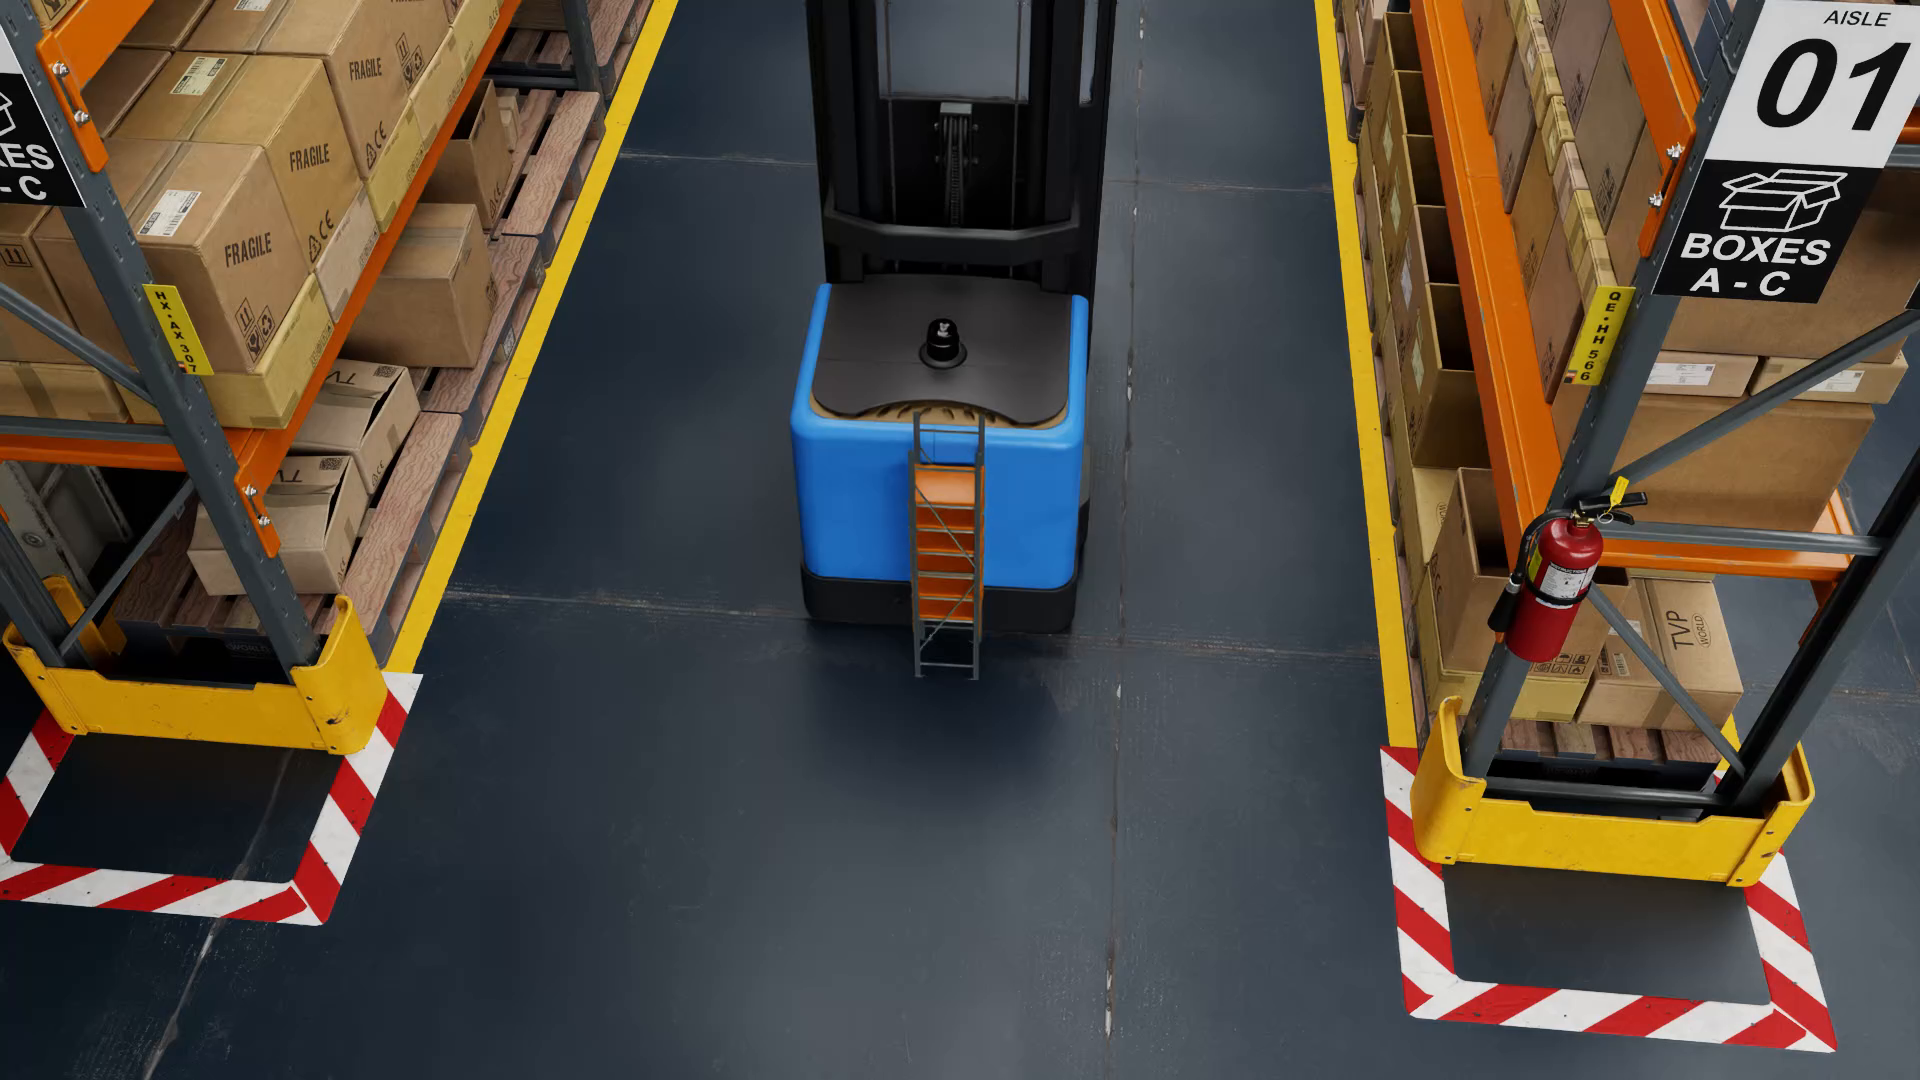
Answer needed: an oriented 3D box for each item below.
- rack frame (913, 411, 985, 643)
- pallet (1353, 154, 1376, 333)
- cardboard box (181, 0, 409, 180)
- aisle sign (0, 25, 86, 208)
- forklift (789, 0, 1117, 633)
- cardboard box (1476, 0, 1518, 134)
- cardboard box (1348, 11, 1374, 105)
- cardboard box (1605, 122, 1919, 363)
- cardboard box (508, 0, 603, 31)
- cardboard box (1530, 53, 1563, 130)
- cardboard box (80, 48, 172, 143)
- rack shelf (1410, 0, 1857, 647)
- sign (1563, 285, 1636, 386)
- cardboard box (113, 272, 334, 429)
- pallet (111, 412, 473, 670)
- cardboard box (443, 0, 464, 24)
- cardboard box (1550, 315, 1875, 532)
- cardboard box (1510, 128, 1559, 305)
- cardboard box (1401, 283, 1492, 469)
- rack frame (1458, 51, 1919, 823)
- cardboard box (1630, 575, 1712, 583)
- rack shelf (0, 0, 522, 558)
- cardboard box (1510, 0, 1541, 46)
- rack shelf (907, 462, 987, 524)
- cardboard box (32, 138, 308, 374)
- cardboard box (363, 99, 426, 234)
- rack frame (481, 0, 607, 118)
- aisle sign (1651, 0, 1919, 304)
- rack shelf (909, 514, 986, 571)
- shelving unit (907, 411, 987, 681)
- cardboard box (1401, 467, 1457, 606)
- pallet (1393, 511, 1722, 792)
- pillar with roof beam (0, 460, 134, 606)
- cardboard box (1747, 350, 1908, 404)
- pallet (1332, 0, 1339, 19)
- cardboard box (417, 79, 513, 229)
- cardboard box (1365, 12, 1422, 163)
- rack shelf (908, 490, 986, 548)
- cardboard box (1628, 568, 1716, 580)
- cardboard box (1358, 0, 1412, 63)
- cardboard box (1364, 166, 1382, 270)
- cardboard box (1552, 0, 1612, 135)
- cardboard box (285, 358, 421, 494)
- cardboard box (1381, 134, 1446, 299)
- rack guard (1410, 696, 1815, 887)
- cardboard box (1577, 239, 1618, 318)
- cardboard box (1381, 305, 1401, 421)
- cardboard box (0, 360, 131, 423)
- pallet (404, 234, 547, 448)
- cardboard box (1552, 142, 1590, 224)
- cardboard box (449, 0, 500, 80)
[{"bbox_3d":[-0.037,-0.016,5.977,0.240,1.200,0.006,3,48,3],"label":"rack frame"},{"bbox_3d":[2.434,-1.421,7.933,1.003,0.211,1.213,4,48,4],"label":"pallet"},{"bbox_3d":[-2.298,-1.617,5.802,0.500,0.500,0.500,2,48,2],"label":"cardboard box"},{"bbox_3d":[-2.457,-1.139,4.024,0.394,0.787,0.004,4,48,4],"label":"aisle sign"},{"bbox_3d":[0.021,-1.724,6.366,1.130,2.935,3.031,3,48,3],"label":"forklift"},{"bbox_3d":[2.423,-1.895,6.408,0.700,0.500,0.500,5,48,4],"label":"cardboard box"},{"bbox_3d":[2.298,-2.482,8.592,0.500,0.250,0.500,3,48,3],"label":"cardboard box"},{"bbox_3d":[2.244,-0.857,4.580,0.700,0.500,0.500,4,48,4],"label":"cardboard box"},{"bbox_3d":[-2.334,-3.121,8.994,0.700,0.500,0.500,5,48,5],"label":"cardboard box"},{"bbox_3d":[2.146,-1.503,5.610,0.380,0.149,0.250,5,48,5],"label":"cardboard box"},{"bbox_3d":[-2.862,-1.274,5.488,0.500,0.500,0.500,4,48,4],"label":"cardboard box"},{"bbox_3d":[2.366,-1.232,6.357,1.077,0.370,4.000,4,48,4],"label":"rack shelf"},{"bbox_3d":[1.645,-0.522,4.276,0.100,0.325,0.005,4,48,4],"label":"sign"},{"bbox_3d":[-2.389,-0.628,5.406,0.500,0.250,0.500,3,48,2],"label":"cardboard box"},{"bbox_3d":[-2.633,-0.044,6.674,1.003,0.211,1.213,4,48,4],"label":"pallet"},{"bbox_3d":[-2.216,-2.379,6.499,0.500,0.500,0.500,3,48,2],"label":"cardboard box"},{"bbox_3d":[2.239,-0.381,5.024,0.700,0.500,0.500,4,48,4],"label":"cardboard box"},{"bbox_3d":[2.333,-1.131,5.710,0.700,0.500,0.500,4,48,4],"label":"cardboard box"},{"bbox_3d":[2.013,-0.621,6.382,0.500,0.500,0.500,4,48,4],"label":"cardboard box"},{"bbox_3d":[2.184,-0.005,4.747,1.000,3.000,0.127,4,48,4],"label":"rack frame"},{"bbox_3d":[2.496,0.035,6.290,0.500,0.250,0.500,4,48,4],"label":"cardboard box"},{"bbox_3d":[-2.567,-1.562,6.659,1.077,0.370,4.000,4,48,4],"label":"rack shelf"},{"bbox_3d":[2.194,-1.874,5.950,0.380,0.149,0.250,4,48,3],"label":"cardboard box"},{"bbox_3d":[-0.043,-0.161,5.683,0.258,0.103,0.180,3,48,3],"label":"rack shelf"},{"bbox_3d":[-2.407,-0.875,5.123,0.500,0.500,0.500,4,48,4],"label":"cardboard box"},{"bbox_3d":[-2.303,-1.385,6.098,0.500,0.250,0.500,3,48,3],"label":"cardboard box"},{"bbox_3d":[-2.385,-3.274,7.738,1.000,3.000,0.127,4,48,4],"label":"rack frame"},{"bbox_3d":[1.886,-0.854,3.762,0.394,0.787,0.004,4,48,4],"label":"aisle sign"},{"bbox_3d":[-0.043,0.001,5.860,0.258,0.103,0.180,3,48,3],"label":"rack shelf"},{"bbox_3d":[-0.043,0.052,5.915,0.258,1.200,0.189,3,48,3],"label":"shelving unit"},{"bbox_3d":[1.972,-0.001,6.323,0.500,0.250,0.500,4,48,4],"label":"cardboard box"},{"bbox_3d":[2.212,0.372,6.293,1.003,0.211,1.213,4,48,4],"label":"pallet"},{"bbox_3d":[0.740,-2.643,3.095,9.100,9.000,0.400,4,48,4],"label":"pillar with roof beam"},{"bbox_3d":[2.434,-0.531,4.722,0.380,0.149,0.250,4,48,3],"label":"cardboard box"},{"bbox_3d":[2.685,-3.446,9.785,1.003,0.211,1.213,4,48,4],"label":"pallet"},{"bbox_3d":[-2.440,-1.814,7.798,0.500,0.500,0.500,1,48,1],"label":"cardboard box"},{"bbox_3d":[2.194,-2.091,7.726,0.500,0.500,0.500,4,48,4],"label":"cardboard box"},{"bbox_3d":[-0.043,-0.080,5.771,0.258,0.103,0.180,3,48,3],"label":"rack shelf"},{"bbox_3d":[2.498,-0.218,6.013,0.500,0.500,0.500,4,48,4],"label":"cardboard box"},{"bbox_3d":[2.300,-2.664,8.378,0.500,0.311,0.500,4,48,4],"label":"cardboard box"},{"bbox_3d":[2.154,-1.470,7.667,0.500,0.250,0.500,4,48,4],"label":"cardboard box"},{"bbox_3d":[2.332,-1.615,5.273,0.700,0.500,0.500,4,48,4],"label":"cardboard box"},{"bbox_3d":[-2.545,-0.497,6.722,0.500,0.311,0.500,7,48,7],"label":"cardboard box"},{"bbox_3d":[2.103,-1.356,7.054,0.500,0.500,0.500,4,48,4],"label":"cardboard box"},{"bbox_3d":[2.182,0.857,5.654,1.175,0.500,0.348,4,48,4],"label":"rack guard"},{"bbox_3d":[2.052,-0.743,4.916,0.380,0.149,0.250,5,48,5],"label":"cardboard box"},{"bbox_3d":[2.063,-0.735,6.995,0.500,0.250,0.500,4,48,4],"label":"cardboard box"},{"bbox_3d":[-2.900,-0.648,5.424,0.500,0.250,0.500,4,48,4],"label":"cardboard box"},{"bbox_3d":[-2.519,-0.938,7.491,1.003,0.211,1.213,4,48,4],"label":"pallet"},{"bbox_3d":[2.100,-1.116,5.257,0.380,0.149,0.250,4,48,4],"label":"cardboard box"},{"bbox_3d":[-2.210,-2.126,6.776,0.500,0.250,0.500,4,48,3],"label":"cardboard box"}]
